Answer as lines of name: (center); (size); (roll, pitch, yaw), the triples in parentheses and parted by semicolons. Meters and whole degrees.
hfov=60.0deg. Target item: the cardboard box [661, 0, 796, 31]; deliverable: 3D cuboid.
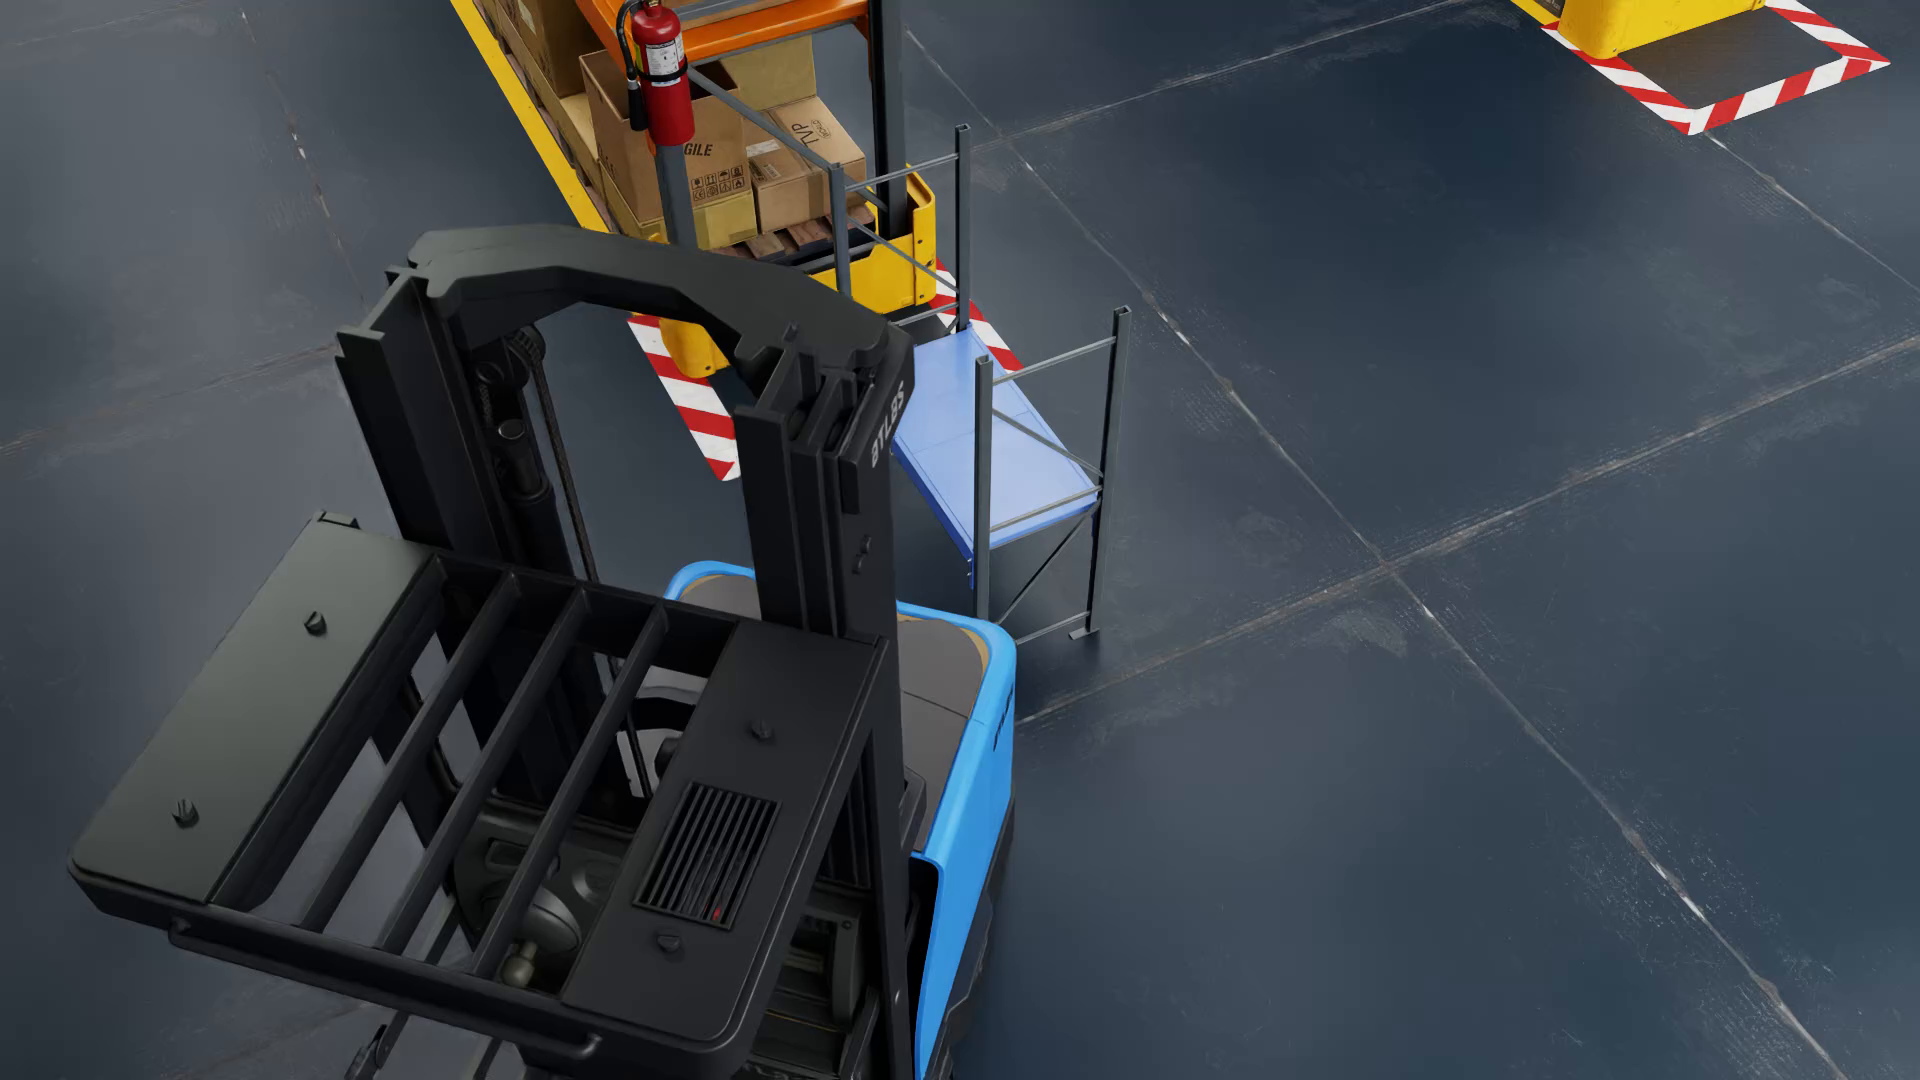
cardboard box: (-0.891, -2.315, 6.215); (0.700, 0.500, 0.500); (-21, 52, -18)

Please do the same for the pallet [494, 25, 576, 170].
pallet: (-1.630, -2.360, 8.174); (1.003, 0.211, 1.213); (-21, 52, -18)

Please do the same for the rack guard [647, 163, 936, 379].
rack guard: (-0.678, -1.126, 6.903); (1.175, 0.500, 0.348); (-21, 52, -18)

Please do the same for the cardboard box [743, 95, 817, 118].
cardboard box: (-0.968, -1.967, 7.525); (0.500, 0.250, 0.500); (-21, 52, -18)

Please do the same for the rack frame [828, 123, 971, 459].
rack frame: (-0.194, -0.777, 5.933); (0.500, 1.500, 0.032); (-21, 52, -18)

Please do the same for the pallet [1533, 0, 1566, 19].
pallet: (3.274, -3.331, 9.023); (1.003, 0.211, 1.213); (-21, 52, -18)

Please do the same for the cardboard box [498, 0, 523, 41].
cardboard box: (-1.897, -2.701, 7.669); (0.500, 0.500, 0.500); (-21, 52, -18)

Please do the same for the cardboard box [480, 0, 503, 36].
cardboard box: (-2.128, -2.788, 8.243); (0.500, 0.250, 0.500); (-21, 52, -18)

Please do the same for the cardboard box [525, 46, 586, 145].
cardboard box: (-1.667, -2.120, 7.659); (0.500, 0.250, 0.500); (-21, 52, -18)

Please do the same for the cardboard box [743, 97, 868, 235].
cardboard box: (-0.736, -1.634, 7.234); (0.500, 0.250, 0.500); (-21, 52, -18)

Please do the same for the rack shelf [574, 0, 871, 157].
rack shelf: (-1.604, -3.067, 7.417); (1.077, 0.370, 4.000); (-21, 52, -18)

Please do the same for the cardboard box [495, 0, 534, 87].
cardboard box: (-1.894, -2.455, 7.952); (0.500, 0.250, 0.500); (-21, 52, -18)

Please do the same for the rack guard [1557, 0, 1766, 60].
rack guard: (3.641, -2.880, 8.437); (1.175, 0.500, 0.348); (-21, 52, -18)

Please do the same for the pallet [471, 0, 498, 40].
pallet: (-2.192, -3.178, 8.889); (1.003, 0.211, 1.213); (-21, 52, -18)

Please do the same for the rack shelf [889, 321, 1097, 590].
rack shelf: (0.039, -0.318, 5.771); (0.538, 0.185, 1.000); (-21, 52, -18)

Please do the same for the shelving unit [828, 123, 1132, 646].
shelving unit: (0.039, -0.437, 5.636); (0.538, 1.500, 1.048); (-21, 52, -18)

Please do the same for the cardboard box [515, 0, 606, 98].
cardboard box: (-1.669, -2.366, 7.376); (0.500, 0.500, 0.500); (-21, 52, -18)

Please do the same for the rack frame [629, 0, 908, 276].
rack frame: (-0.689, -1.965, 5.976); (1.000, 3.000, 0.127); (-21, 52, -18)

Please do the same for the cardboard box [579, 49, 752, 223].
cardboard box: (-1.199, -1.701, 6.795); (0.500, 0.500, 0.500); (-21, 52, -18)

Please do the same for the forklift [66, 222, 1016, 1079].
forklift: (-0.721, 0.952, 3.470); (1.130, 2.935, 3.031); (12, 50, 10)

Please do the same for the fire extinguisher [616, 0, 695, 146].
fire extinguisher: (-1.047, -1.701, 5.796); (0.296, 0.674, 0.183); (-21, 52, -18)

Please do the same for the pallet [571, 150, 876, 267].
pallet: (-1.076, -1.545, 7.461); (1.003, 0.211, 1.213); (-21, 52, -18)

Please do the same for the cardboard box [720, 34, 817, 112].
cardboard box: (-0.967, -2.215, 7.244); (0.500, 0.500, 0.500); (-21, 52, -18)

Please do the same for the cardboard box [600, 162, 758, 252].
cardboard box: (-1.197, -1.455, 7.078); (0.500, 0.250, 0.500); (-21, 52, -18)

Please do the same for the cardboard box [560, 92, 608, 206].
cardboard box: (-1.436, -1.786, 7.367); (0.500, 0.250, 0.500); (-21, 52, -18)

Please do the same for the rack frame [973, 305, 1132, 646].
rack frame: (0.272, -0.096, 5.338); (0.500, 1.500, 0.032); (-21, 52, -18)
